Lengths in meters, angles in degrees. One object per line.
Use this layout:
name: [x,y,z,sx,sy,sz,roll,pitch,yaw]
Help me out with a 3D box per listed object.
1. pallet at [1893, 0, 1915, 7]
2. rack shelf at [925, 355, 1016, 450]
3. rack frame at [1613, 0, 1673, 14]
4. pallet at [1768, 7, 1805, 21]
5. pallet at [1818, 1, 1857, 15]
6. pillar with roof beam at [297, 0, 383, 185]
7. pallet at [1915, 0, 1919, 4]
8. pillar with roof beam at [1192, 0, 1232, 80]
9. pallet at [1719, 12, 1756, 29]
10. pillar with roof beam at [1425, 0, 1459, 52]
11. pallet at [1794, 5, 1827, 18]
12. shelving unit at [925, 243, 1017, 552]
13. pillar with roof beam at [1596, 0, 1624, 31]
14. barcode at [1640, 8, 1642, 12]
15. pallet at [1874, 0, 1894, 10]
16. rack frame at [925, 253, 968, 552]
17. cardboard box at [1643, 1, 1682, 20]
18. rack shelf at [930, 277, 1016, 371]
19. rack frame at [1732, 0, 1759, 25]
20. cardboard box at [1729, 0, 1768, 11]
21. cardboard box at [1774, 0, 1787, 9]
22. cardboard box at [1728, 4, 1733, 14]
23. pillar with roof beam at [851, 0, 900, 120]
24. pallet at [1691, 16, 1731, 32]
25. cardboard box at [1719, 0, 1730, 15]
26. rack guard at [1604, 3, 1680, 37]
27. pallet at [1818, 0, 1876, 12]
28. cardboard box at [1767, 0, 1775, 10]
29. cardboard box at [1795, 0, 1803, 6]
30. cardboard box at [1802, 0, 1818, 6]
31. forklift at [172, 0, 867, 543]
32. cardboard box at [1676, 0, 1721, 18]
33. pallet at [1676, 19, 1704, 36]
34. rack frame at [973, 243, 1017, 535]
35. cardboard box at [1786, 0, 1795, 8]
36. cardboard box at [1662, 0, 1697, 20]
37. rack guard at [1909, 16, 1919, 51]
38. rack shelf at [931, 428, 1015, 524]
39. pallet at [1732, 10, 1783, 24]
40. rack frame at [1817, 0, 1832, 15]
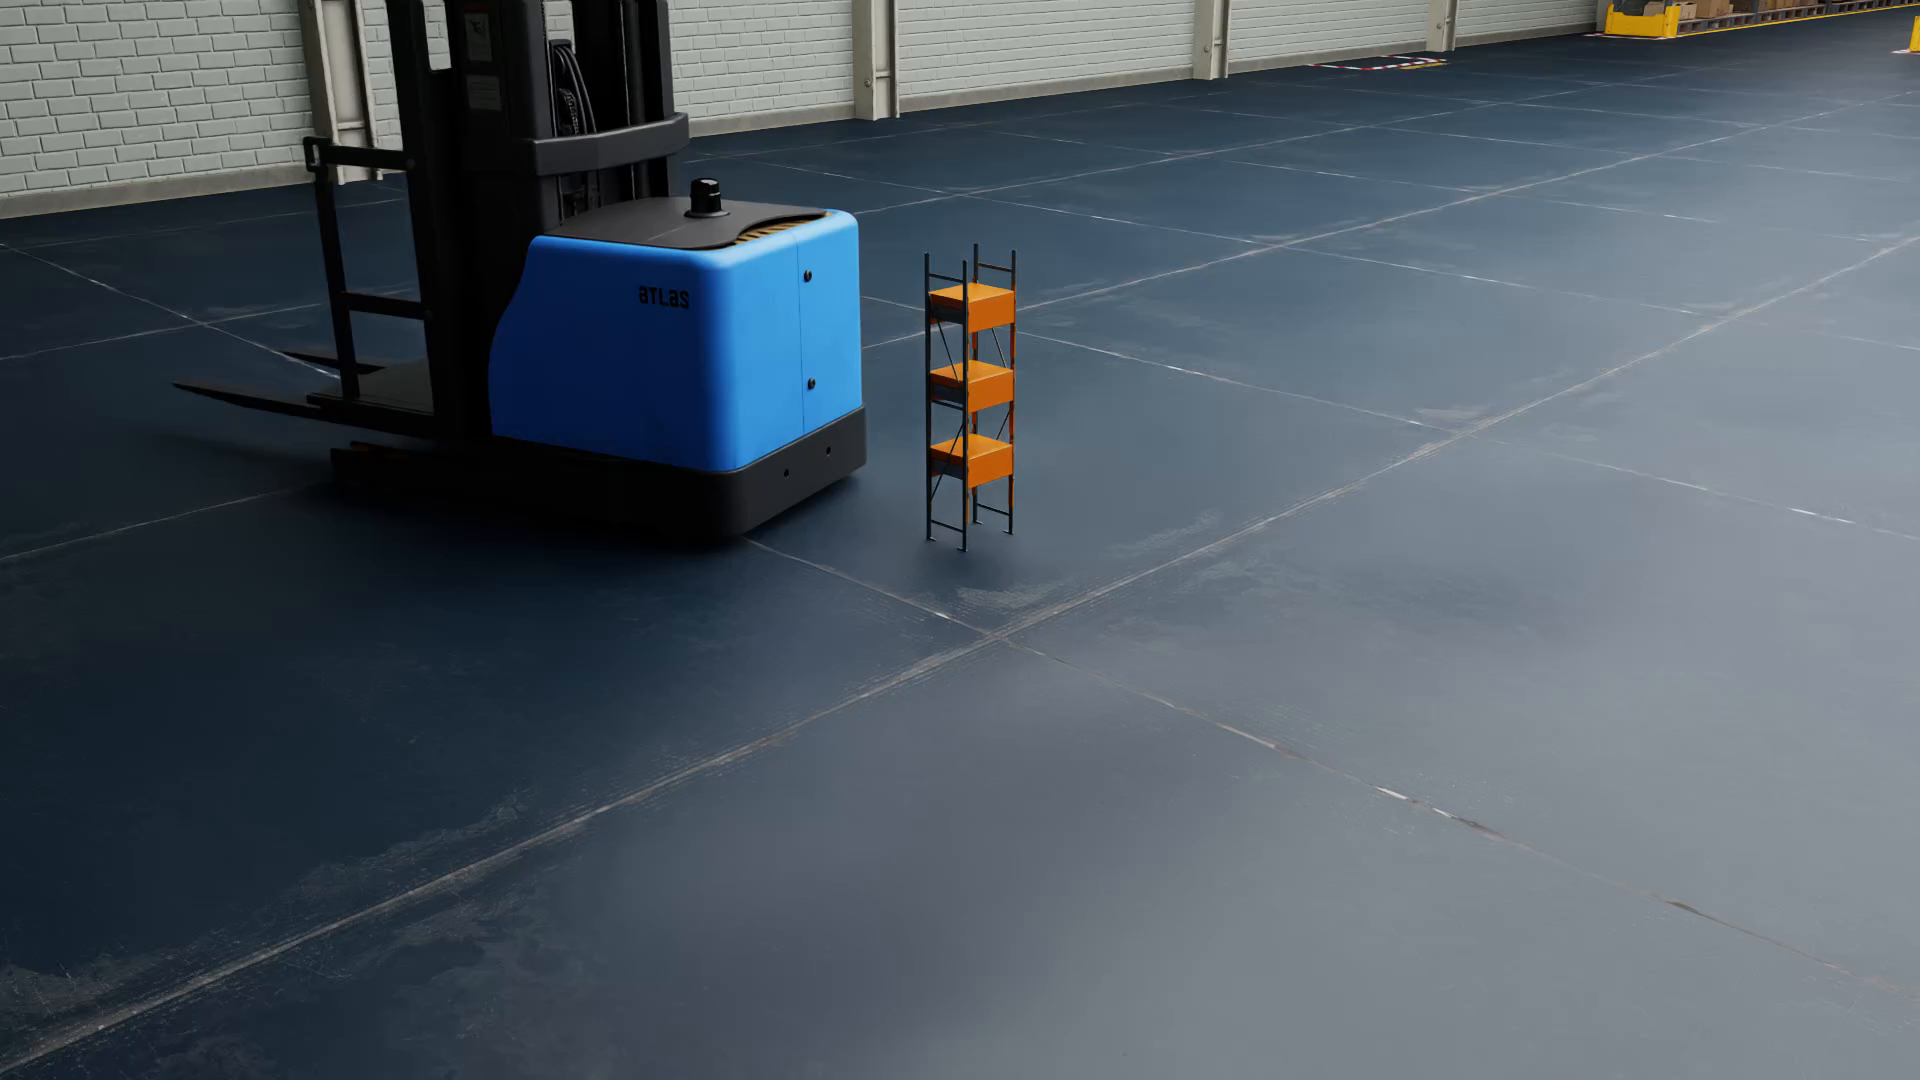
pallet: [20.750,-12.143,37.373,1.003,0.211,1.213,19,28,41]
rack shelf: [0.037,-0.494,5.926,0.215,0.259,0.240,19,28,41]
rack frame: [11.792,-10.184,28.390,1.000,3.000,0.127,19,28,41]
pallet: [15.976,-10.426,32.907,1.003,0.211,1.213,19,28,41]
pallet: [17.977,-11.123,34.718,1.003,0.211,1.213,19,28,41]
pillar with roof beam: [-1.997,-6.134,9.491,9.100,9.000,0.400,19,28,41]
pallet: [21.601,-12.458,38.193,1.003,0.211,1.213,19,28,41]
pillar with roof beam: [6.374,-9.219,17.516,9.100,9.000,0.400,19,28,41]
pallet: [14.140,-9.729,31.093,1.003,0.211,1.213,19,28,41]
pillar with roof beam: [10.560,-10.761,21.529,9.100,9.000,0.400,19,28,41]
pallet: [16.827,-10.738,33.719,1.003,0.211,1.213,19,28,41]
shelving unit: [0.037,-0.504,5.922,0.215,1.050,0.252,19,28,41]
pillar with roof beam: [14.745,-12.303,25.542,9.100,9.000,0.400,19,28,41]
barcode: [12.066,-9.399,29.468,0.001,0.075,0.075,19,28,41]
pallet: [19.679,-11.750,36.350,1.003,0.211,1.213,19,28,41]
rack frame: [-0.048,-0.472,5.840,0.200,1.050,0.008,19,28,41]
cardboard box: [12.340,-9.290,29.197,0.500,0.311,0.500,15,26,35]
rack shelf: [0.037,-0.759,5.824,0.215,0.259,0.240,19,28,41]
rack frame: [14.583,-11.212,31.065,1.000,3.000,0.127,19,28,41]
cardboard box: [15.084,-10.444,31.937,0.500,0.500,0.700,-19,28,-40]
cardboard box: [15.794,-10.711,32.631,0.700,0.500,0.500,20,28,41]
cardboard box: [14.231,-9.950,31.117,0.380,0.166,0.250,15,26,34]
pillar with roof beam: [2.189,-7.676,13.504,9.100,9.000,0.400,19,28,41]
pallet: [13.288,-9.414,30.273,1.003,0.211,1.213,19,28,41]
cardboard box: [13.887,-9.974,30.714,0.500,0.500,0.500,17,27,37]
rack guard: [11.845,-9.037,28.889,1.175,0.500,0.348,19,28,41]
pallet: [18.828,-11.435,35.530,1.003,0.211,1.213,19,28,41]
cardboard box: [15.409,-10.590,32.316,0.700,0.500,0.500,19,28,40]
cardboard box: [16.466,-10.978,33.325,0.700,0.500,0.500,19,28,41]
cardboard box: [16.908,-11.081,33.594,0.500,0.500,0.700,-20,29,-41]
forklift: [-1.928,-1.707,6.431,3.031,2.935,1.130,10,23,25]
cardboard box: [13.285,-9.701,30.003,0.700,0.500,0.500,17,27,37]
pallet: [12.437,-9.102,29.461,1.003,0.211,1.213,19,28,41]
rack frame: [0.122,-0.535,6.004,0.200,1.050,0.008,19,28,41]
cardboard box: [16.139,-10.843,32.975,0.700,0.500,0.500,19,28,40]
cardboard box: [12.737,-9.436,29.579,0.500,0.311,0.500,-17,27,-38]
rack guard: [15.327,-7.772,25.599,1.175,0.500,0.348,19,28,41]
rack shelf: [0.037,-0.234,6.026,0.215,0.259,0.240,19,28,41]
pallet: [15.125,-10.111,32.087,1.003,0.211,1.213,19,28,41]
rack frame: [17.373,-12.240,33.740,1.000,3.000,0.127,19,28,41]
